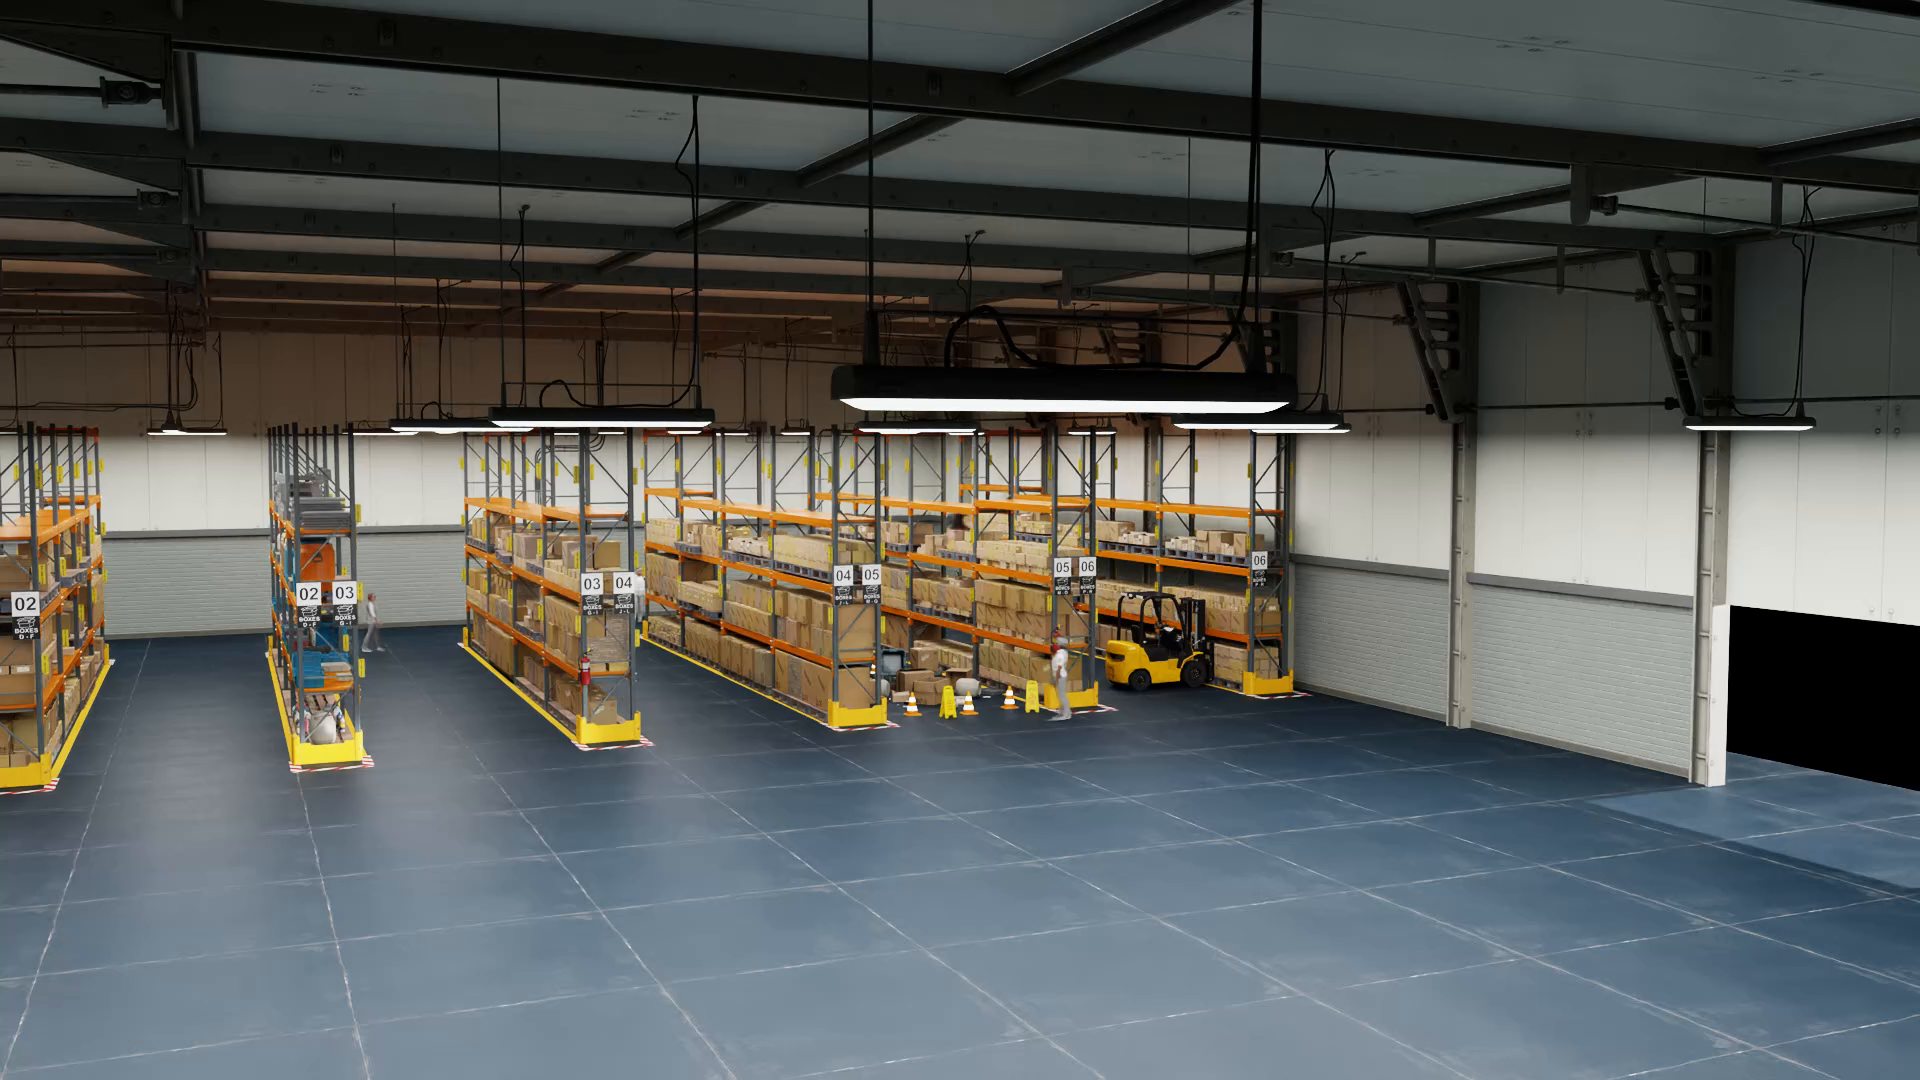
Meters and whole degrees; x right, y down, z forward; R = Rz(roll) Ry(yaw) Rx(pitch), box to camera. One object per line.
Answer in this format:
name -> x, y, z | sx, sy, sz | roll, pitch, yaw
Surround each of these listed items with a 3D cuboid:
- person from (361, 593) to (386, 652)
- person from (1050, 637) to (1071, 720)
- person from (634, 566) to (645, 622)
person -> -15.696, 2.207, 44.534 | 0.713, 1.589, 0.496 | -2, 4, -34
person -> 2.034, 2.818, 33.792 | 0.433, 1.711, 0.503 | 0, 3, -3
person -> -9.975, 1.685, 51.417 | 0.600, 1.749, 0.775 | 0, 3, -5
